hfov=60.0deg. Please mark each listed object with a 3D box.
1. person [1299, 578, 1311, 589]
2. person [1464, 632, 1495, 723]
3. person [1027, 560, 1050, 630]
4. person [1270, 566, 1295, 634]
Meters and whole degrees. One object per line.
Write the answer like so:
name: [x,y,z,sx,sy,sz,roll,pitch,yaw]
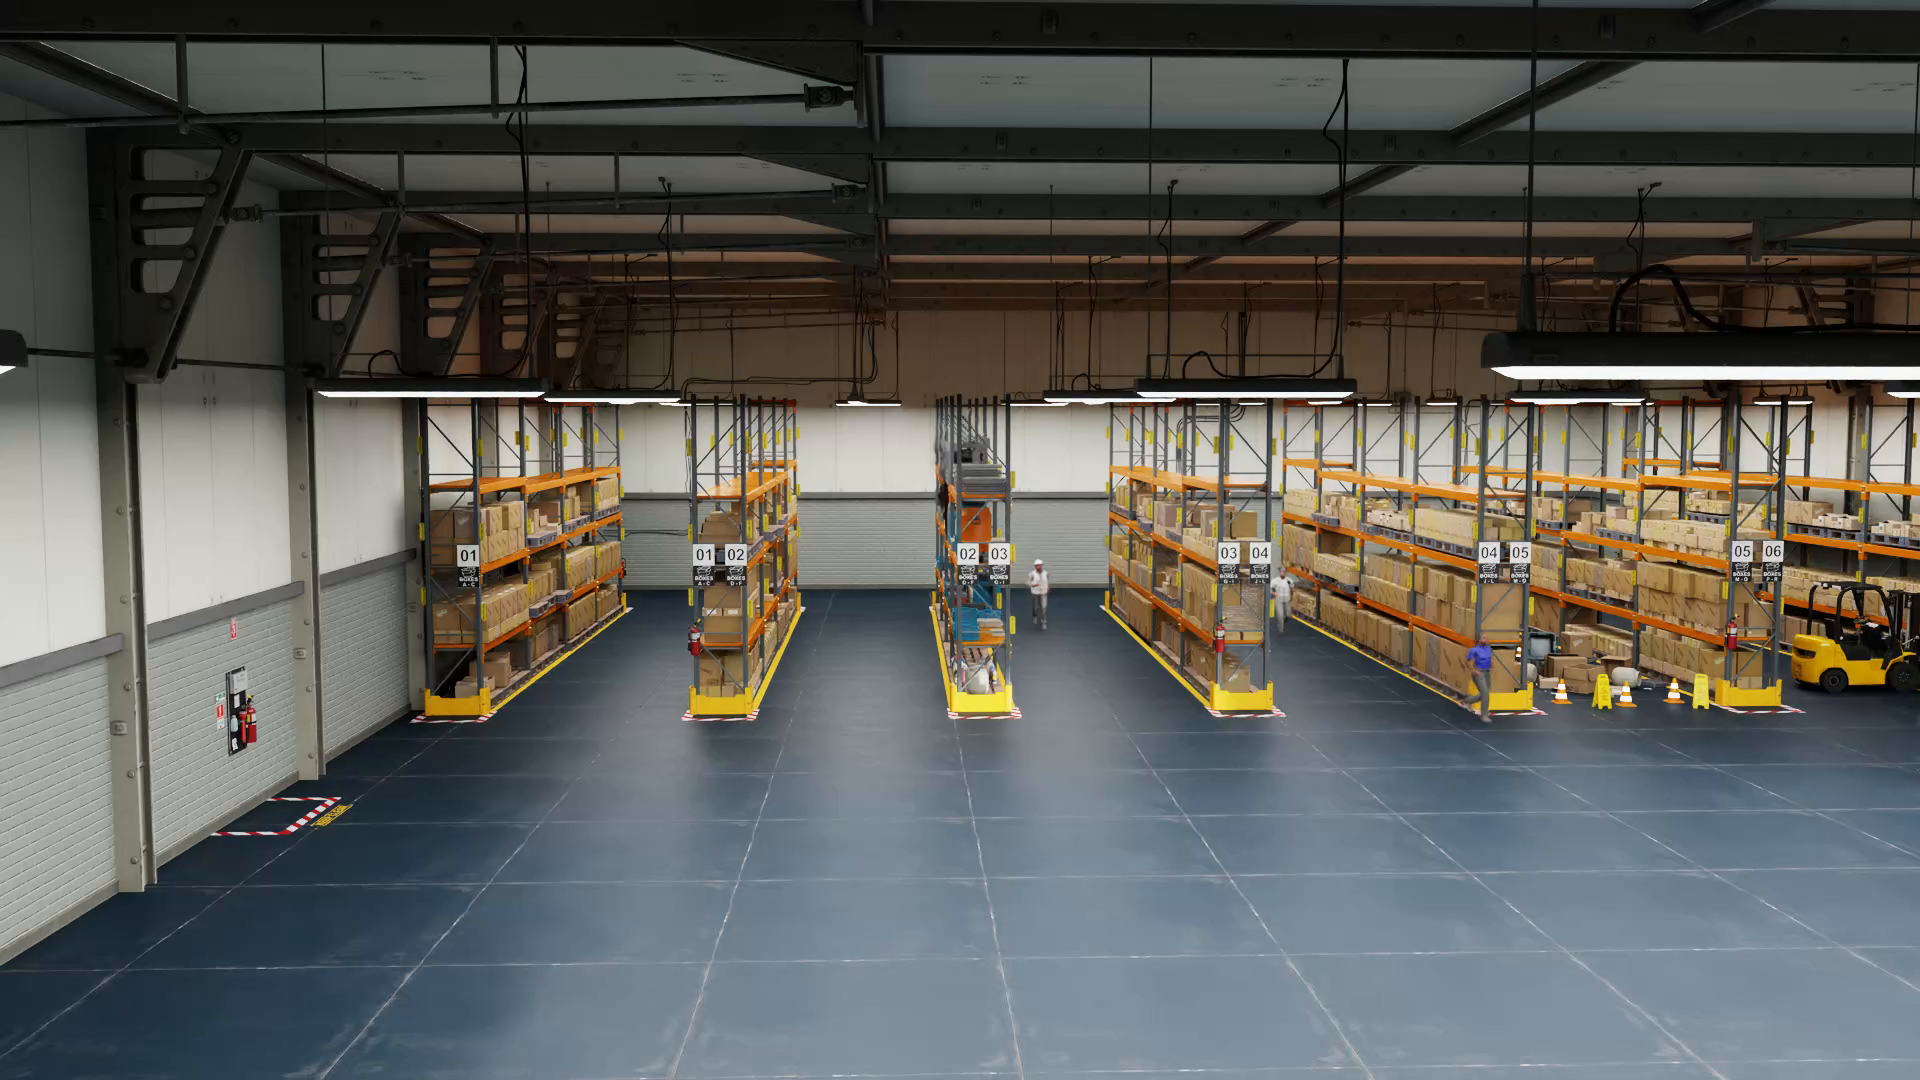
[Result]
person: [10.297,1.054,49.050,0.558,1.656,0.584,0,5,-4]
person: [9.572,2.519,30.675,0.596,1.650,0.718,-3,5,-32]
person: [2.061,1.400,43.408,0.655,1.782,0.965,-1,5,-9]
person: [8.214,1.522,42.358,0.660,1.731,0.626,0,4,-1]
